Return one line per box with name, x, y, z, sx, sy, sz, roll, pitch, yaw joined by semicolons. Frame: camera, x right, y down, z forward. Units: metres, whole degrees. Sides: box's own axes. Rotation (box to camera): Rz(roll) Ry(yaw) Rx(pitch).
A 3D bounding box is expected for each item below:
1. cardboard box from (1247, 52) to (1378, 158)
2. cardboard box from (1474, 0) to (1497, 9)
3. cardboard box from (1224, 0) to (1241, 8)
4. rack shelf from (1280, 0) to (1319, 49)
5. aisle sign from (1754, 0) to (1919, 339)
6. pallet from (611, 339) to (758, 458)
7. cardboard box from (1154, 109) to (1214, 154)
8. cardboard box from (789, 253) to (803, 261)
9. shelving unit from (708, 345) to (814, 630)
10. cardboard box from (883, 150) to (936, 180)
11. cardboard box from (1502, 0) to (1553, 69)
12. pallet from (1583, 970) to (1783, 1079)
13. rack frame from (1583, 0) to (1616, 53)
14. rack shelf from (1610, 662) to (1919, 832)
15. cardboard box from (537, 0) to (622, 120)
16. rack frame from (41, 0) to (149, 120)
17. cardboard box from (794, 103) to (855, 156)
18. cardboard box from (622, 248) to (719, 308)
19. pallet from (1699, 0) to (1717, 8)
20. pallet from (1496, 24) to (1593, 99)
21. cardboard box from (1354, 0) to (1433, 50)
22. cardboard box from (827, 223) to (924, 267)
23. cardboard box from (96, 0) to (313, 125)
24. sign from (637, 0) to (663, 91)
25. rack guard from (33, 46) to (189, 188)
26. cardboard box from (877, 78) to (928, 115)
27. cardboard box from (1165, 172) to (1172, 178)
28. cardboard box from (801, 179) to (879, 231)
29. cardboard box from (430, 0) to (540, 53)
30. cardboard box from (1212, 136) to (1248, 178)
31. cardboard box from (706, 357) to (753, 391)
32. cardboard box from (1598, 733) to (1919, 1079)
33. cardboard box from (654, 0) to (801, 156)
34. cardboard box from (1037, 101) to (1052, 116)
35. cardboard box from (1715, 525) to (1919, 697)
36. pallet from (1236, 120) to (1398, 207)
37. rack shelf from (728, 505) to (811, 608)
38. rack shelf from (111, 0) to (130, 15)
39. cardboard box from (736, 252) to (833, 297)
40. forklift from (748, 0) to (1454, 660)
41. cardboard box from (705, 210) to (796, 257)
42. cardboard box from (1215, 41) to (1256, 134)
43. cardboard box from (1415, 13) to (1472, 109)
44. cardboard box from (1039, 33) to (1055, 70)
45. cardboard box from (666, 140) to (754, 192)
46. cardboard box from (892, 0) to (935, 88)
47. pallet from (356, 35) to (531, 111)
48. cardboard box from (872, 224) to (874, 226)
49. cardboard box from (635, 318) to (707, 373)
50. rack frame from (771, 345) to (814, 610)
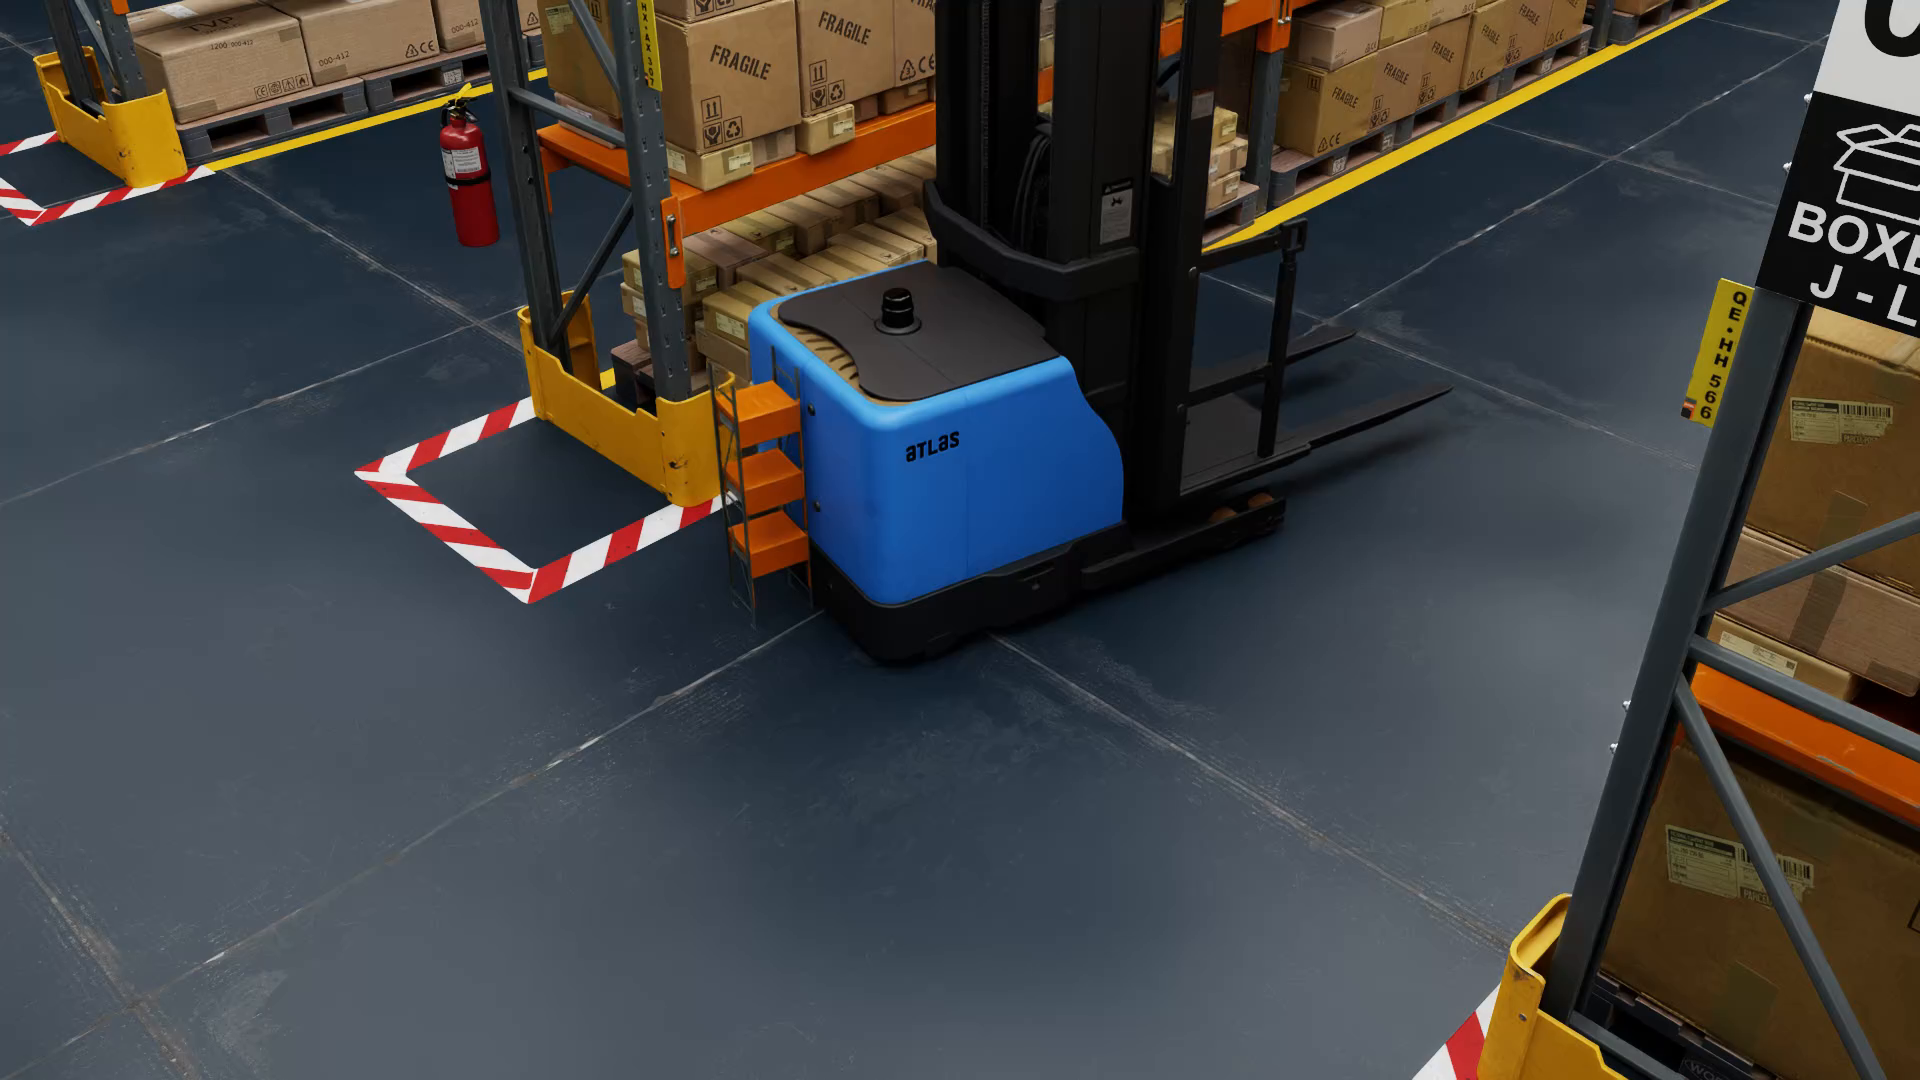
cardboard box;2.039;-2.588;9.656;0.500;0.500;0.500;-28;44;-34
cardboard box;3.135;-3.533;10.357;0.500;0.250;0.500;-29;44;-35
cardboard box;1.191;-2.786;8.342;0.380;0.149;0.250;28;44;34
rack shelf;2.739;-3.765;10.155;1.077;0.370;4.000;30;45;35
aisle sign;1.697;-0.742;2.919;0.394;0.787;0.004;30;45;35
pallet;-0.837;-0.827;7.751;1.003;0.211;1.213;30;45;35
cardboard box;1.112;-2.126;8.781;0.250;0.149;0.380;-29;44;-35
cardboard box;-0.954;-1.290;7.842;0.380;0.149;0.250;28;43;34
shelving unit;-0.720;-0.176;6.085;0.252;1.050;0.215;-20;39;-26
cardboard box;-0.179;-1.814;8.334;0.250;0.149;0.380;-30;45;-35
cardboard box;3.502;-3.437;10.874;0.500;0.500;0.500;-28;44;-34
pallet;2.468;1.204;4.839;1.003;0.211;1.213;30;45;35
rack frame;4.148;-4.871;11.113;1.000;3.000;0.127;30;45;35
rack shelf;3.369;-0.101;4.901;1.077;0.370;4.000;30;45;35
cardboard box;-1.354;-2.073;6.753;0.500;0.500;0.500;-29;44;-35
rack frame;-5.072;-3.578;9.258;1.000;3.000;0.127;30;45;35
cardboard box;-0.650;-1.728;6.825;0.380;0.149;0.250;28;44;34
cardboard box;-1.295;-1.188;7.436;0.250;0.149;0.380;-29;44;-35
pallet;5.617;-4.510;13.033;1.003;0.211;1.213;30;45;35
pallet;3.597;-3.411;11.457;1.003;0.211;1.213;30;45;35
cardboard box;2.412;-3.113;9.754;0.500;0.250;0.500;-29;44;-34
cardboard box;-0.385;-1.292;7.585;0.380;0.149;0.250;27;43;33
cardboard box;-4.678;-3.008;10.313;0.875;0.438;0.875;28;44;34
sign;-1.103;-1.760;5.895;0.100;0.325;0.005;30;45;35
rack guard;-5.089;-2.543;9.959;1.175;0.500;0.348;30;45;35
cardboard box;-0.356;-1.989;7.199;0.380;0.149;0.250;29;44;35
cardboard box;0.976;-1.886;8.697;0.380;0.149;0.250;28;44;34
cardboard box;-0.608;-1.634;8.076;0.250;0.149;0.380;-28;44;-34
cardboard box;-3.403;-3.748;11.374;0.875;0.438;0.875;28;44;34
cardboard box;1.334;-2.117;9.028;0.250;0.149;0.380;-29;44;-35
cardboard box;-0.892;-0.711;7.272;0.250;0.149;0.380;-29;44;-35
cardboard box;2.354;0.823;4.438;0.875;0.875;0.875;30;45;35
cardboard box;-0.976;-1.858;6.444;0.500;0.500;0.500;-28;43;-34
cardboard box;0.561;-2.228;8.927;0.380;0.149;0.250;29;44;35
cardboard box;2.113;0.052;3.924;0.500;0.250;0.500;29;44;35
pallet;1.877;-2.421;10.036;1.003;0.211;1.213;30;45;35
rack shelf;-0.720;0.060;6.250;0.240;0.259;0.215;-20;39;-26
rack shelf;-3.663;-4.095;10.628;1.077;0.370;4.000;30;45;35
cardboard box;-0.769;-1.107;7.320;0.250;0.149;0.380;-29;44;-35
forklift;0.725;-1.402;6.198;3.031;2.935;1.130;-20;39;-26
cardboard box;-0.985;-1.423;7.773;0.380;0.149;0.250;29;44;34
cardboard box;1.673;-2.797;9.956;0.500;0.500;0.500;29;44;35
cardboard box;2.770;-3.021;10.278;0.500;0.500;0.500;-29;44;-35
cardboard box;0.244;-2.271;7.603;0.250;0.149;0.380;-29;44;-35
cardboard box;-1.027;-1.520;6.527;0.380;0.149;0.250;29;44;35
cardboard box;-0.263;-2.279;7.048;0.500;0.500;0.500;-29;44;-35
pallet;-3.705;-3.283;11.273;1.003;0.211;1.213;30;45;35
cardboard box;-0.598;-1.505;8.151;0.250;0.149;0.380;-29;44;-35
cardboard box;-1.265;-0.925;7.579;0.250;0.149;0.380;-29;44;-35
rack frame;-0.616;-0.214;6.138;0.008;1.050;0.200;-20;39;-26
